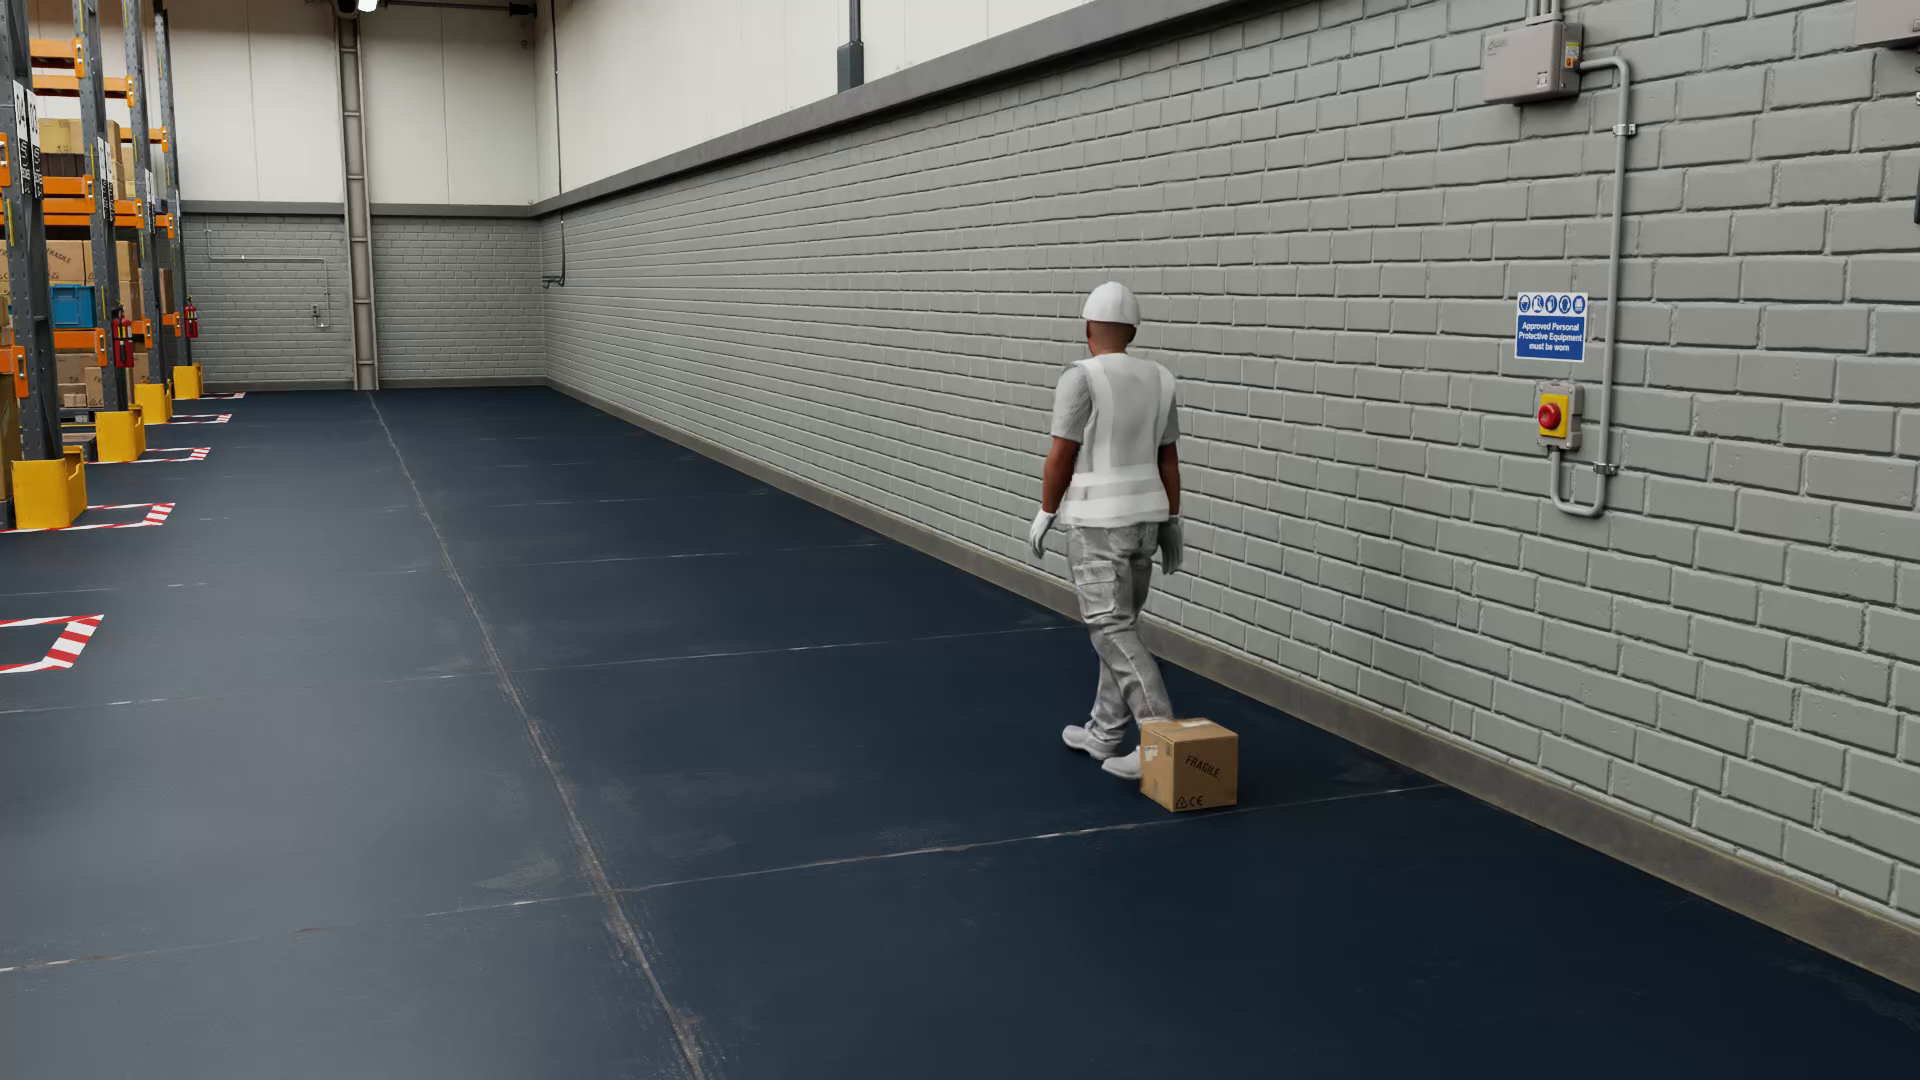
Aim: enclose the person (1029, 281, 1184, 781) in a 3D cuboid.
[{"bbox_3d":[0.594,-0.040,6.057,0.571,1.784,0.701,-8,12,-42],"label":"person"}]
